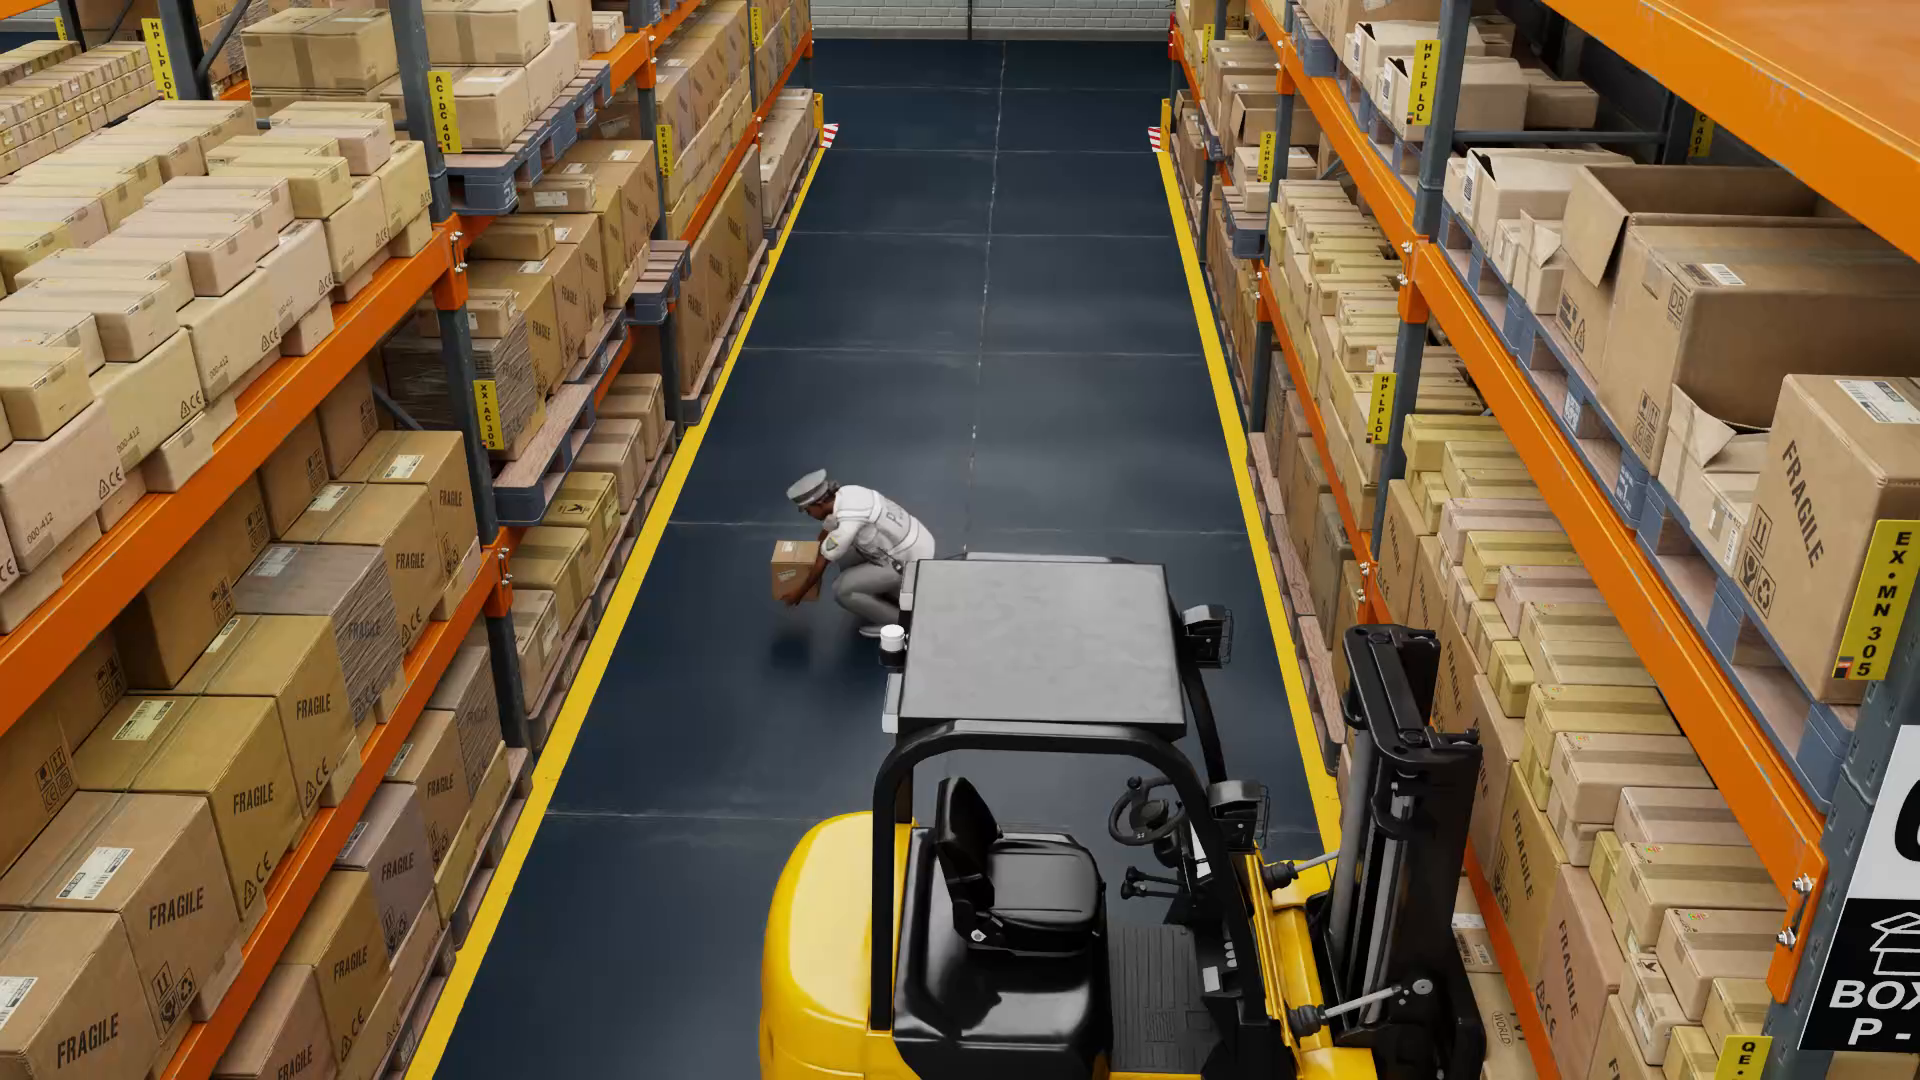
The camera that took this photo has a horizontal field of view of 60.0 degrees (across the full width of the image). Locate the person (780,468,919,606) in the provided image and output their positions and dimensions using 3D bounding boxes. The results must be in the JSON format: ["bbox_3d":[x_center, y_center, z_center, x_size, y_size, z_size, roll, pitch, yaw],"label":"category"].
[{"bbox_3d":[-0.618,-0.031,9.237,0.777,0.795,0.415,0,28,1],"label":"person"}]
